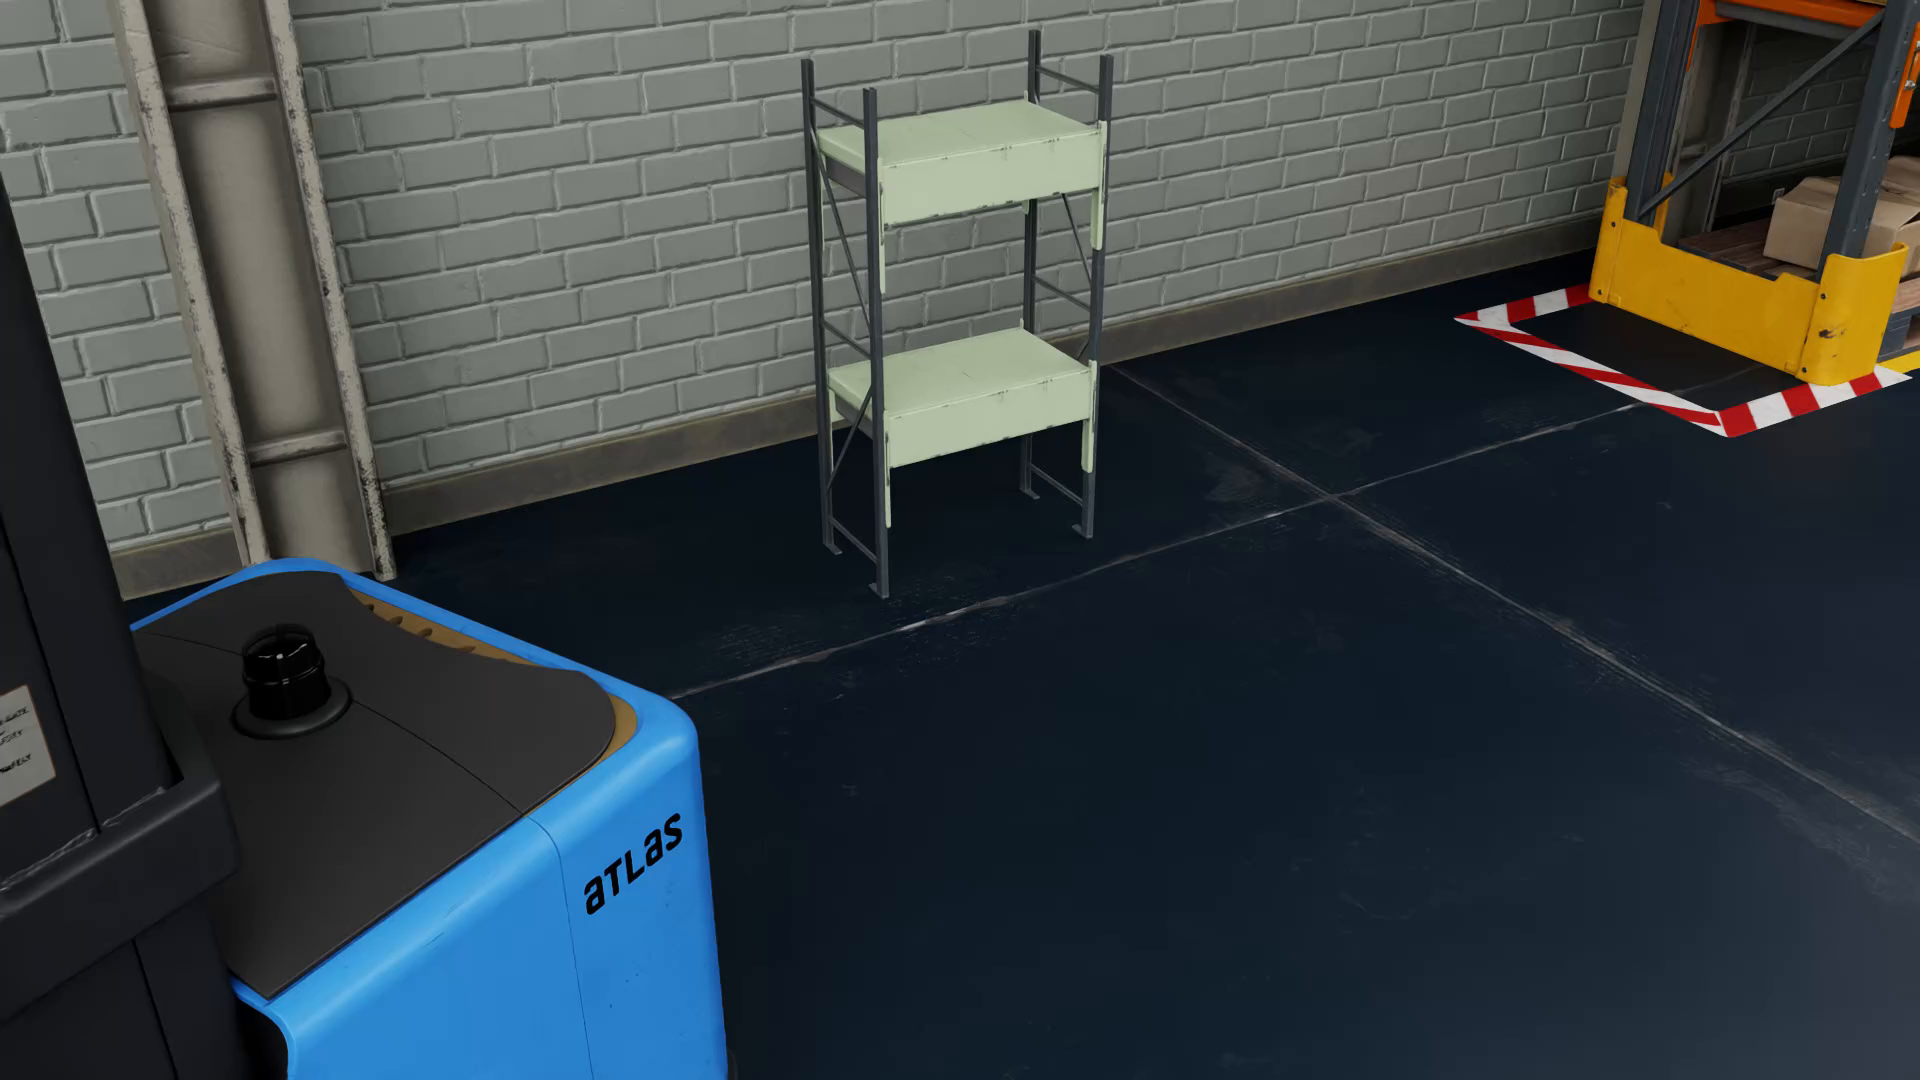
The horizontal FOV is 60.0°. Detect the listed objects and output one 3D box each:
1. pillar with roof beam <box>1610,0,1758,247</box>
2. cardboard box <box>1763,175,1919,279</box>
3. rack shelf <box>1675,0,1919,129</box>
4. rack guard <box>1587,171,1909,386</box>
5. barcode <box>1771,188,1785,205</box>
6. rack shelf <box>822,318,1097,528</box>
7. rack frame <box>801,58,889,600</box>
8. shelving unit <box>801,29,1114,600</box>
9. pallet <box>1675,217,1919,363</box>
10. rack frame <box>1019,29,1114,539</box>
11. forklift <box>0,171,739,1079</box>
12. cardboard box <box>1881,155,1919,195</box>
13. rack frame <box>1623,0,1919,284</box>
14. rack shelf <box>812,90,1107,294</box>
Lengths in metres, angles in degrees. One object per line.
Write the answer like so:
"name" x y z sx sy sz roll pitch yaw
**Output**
"pillar with roof beam" 5.401 -3.517 2.309 0.400 9.000 9.100 -16 33 -26
"cardboard box" 3.697 -1.299 6.827 0.500 0.311 0.500 -20 35 -32
"rack shelf" 4.780 -2.327 7.106 4.000 0.370 1.077 -16 33 -26
"rack guard" 3.121 -1.076 6.683 0.348 0.500 1.175 -16 33 -26
"barcode" 3.510 -1.474 7.135 0.075 0.075 0.001 -16 33 -26
"rack shelf" -0.006 -0.370 5.042 0.720 0.370 0.431 -16 33 -26
"rack frame" -0.321 -0.565 4.722 0.023 1.500 0.400 -16 33 -26
"shelving unit" -0.006 -0.655 4.885 0.755 1.500 0.431 -16 33 -26
"pallet" 3.839 -1.134 7.086 1.213 0.211 1.003 -16 33 -26
"rack frame" 0.310 -0.745 5.047 0.023 1.500 0.400 -16 33 -26
"forklift" -1.606 0.392 1.507 1.130 2.935 3.031 17 33 28
"cardboard box" 4.189 -1.439 7.080 0.500 0.311 0.500 -13 31 -22
"rack frame" 3.055 -2.152 6.045 0.127 3.000 1.000 -16 33 -26
"rack shelf" -0.006 -0.997 4.696 0.720 0.370 0.431 -16 33 -26
